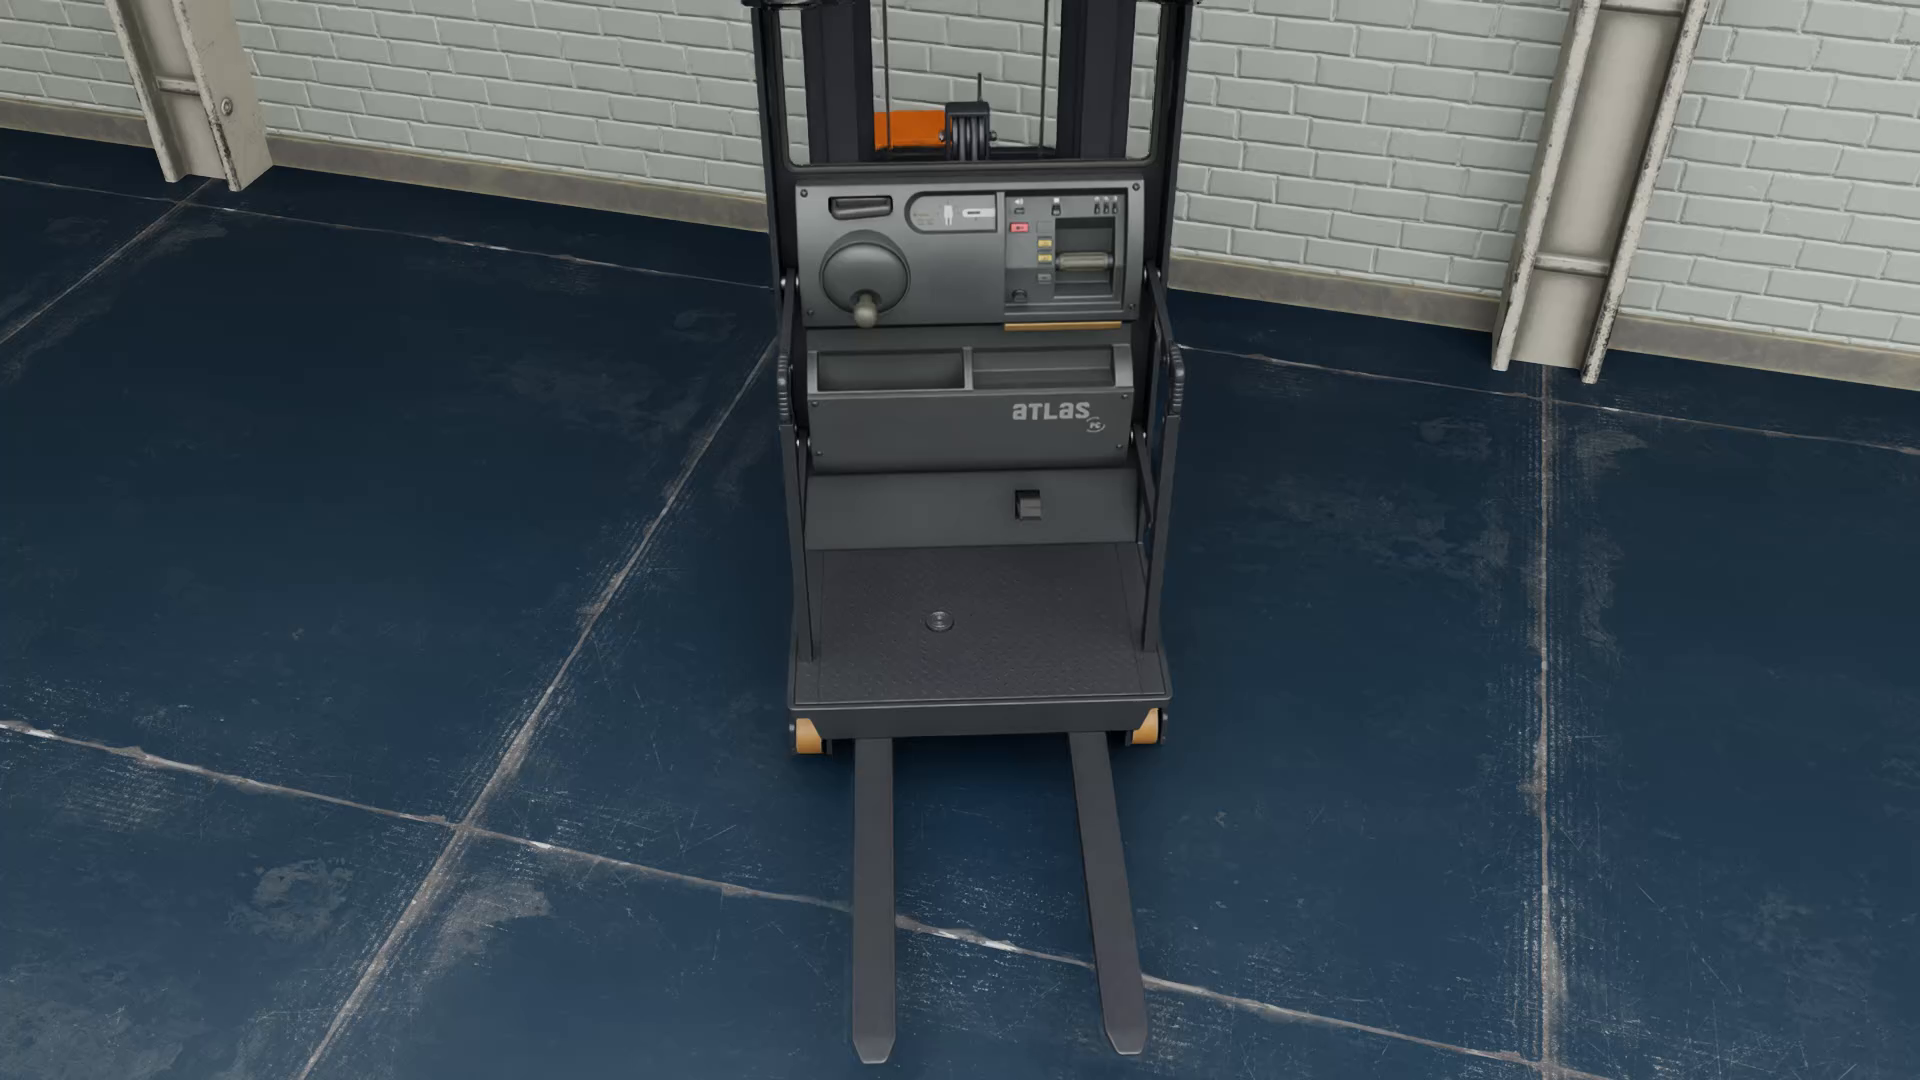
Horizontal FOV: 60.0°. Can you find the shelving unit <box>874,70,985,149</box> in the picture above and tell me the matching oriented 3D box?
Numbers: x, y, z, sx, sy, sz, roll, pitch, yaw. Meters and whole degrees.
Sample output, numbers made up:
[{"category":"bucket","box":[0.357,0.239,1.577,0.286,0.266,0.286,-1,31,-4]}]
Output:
[{"category":"shelving unit","box":[-0.171,-1.104,6.128,0.503,1.200,0.258,-1,39,-2]}]

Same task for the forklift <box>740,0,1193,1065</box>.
[{"category":"forklift","box":[0.040,-0.696,4.299,1.130,2.935,3.031,-1,40,-2]}]

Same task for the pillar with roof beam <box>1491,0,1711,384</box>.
[{"category":"pillar with roof beam","box":[1.213,-1.507,0.548,0.400,9.000,9.100,10,41,11]}]

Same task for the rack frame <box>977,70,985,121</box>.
[{"category":"rack frame","box":[0.073,-1.111,6.136,0.015,1.200,0.240,-1,39,-2]}]

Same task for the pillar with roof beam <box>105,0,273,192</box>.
[{"category":"pillar with roof beam","box":[-4.583,-2.505,1.735,0.400,9.000,9.100,10,41,11]}]

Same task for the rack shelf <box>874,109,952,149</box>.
[{"category":"rack shelf","box":[-0.171,-1.410,5.881,0.480,0.148,0.258,-1,39,-2]}]
